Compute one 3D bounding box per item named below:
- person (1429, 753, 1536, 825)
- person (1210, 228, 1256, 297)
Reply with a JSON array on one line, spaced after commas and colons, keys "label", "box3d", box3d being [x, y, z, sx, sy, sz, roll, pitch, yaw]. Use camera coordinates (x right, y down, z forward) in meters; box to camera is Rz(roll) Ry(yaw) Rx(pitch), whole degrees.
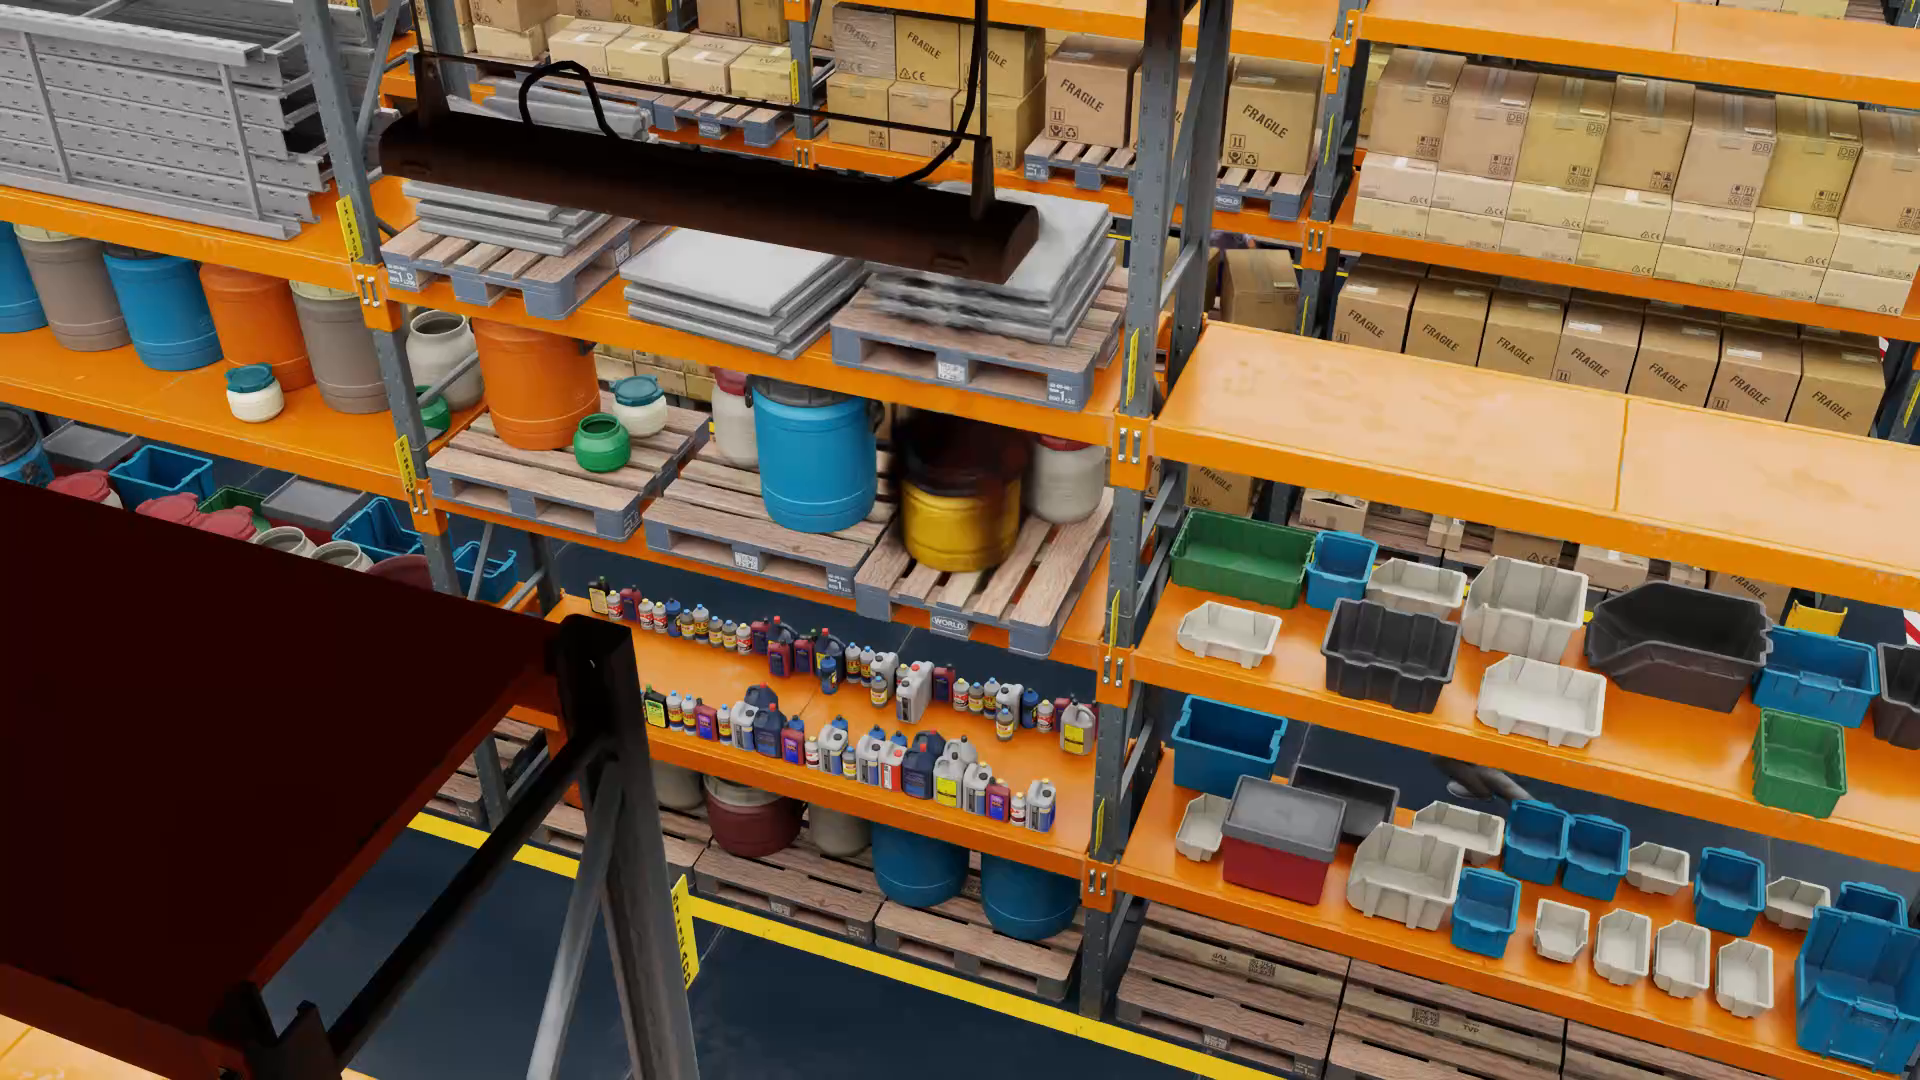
[{"label": "person", "box3d": [3.302, 1.185, 10.284, 0.703, 1.561, 0.564, 14, 39, 18]}, {"label": "person", "box3d": [2.491, -2.454, 15.316, 0.854, 1.695, 0.556, 12, 38, 16]}]
